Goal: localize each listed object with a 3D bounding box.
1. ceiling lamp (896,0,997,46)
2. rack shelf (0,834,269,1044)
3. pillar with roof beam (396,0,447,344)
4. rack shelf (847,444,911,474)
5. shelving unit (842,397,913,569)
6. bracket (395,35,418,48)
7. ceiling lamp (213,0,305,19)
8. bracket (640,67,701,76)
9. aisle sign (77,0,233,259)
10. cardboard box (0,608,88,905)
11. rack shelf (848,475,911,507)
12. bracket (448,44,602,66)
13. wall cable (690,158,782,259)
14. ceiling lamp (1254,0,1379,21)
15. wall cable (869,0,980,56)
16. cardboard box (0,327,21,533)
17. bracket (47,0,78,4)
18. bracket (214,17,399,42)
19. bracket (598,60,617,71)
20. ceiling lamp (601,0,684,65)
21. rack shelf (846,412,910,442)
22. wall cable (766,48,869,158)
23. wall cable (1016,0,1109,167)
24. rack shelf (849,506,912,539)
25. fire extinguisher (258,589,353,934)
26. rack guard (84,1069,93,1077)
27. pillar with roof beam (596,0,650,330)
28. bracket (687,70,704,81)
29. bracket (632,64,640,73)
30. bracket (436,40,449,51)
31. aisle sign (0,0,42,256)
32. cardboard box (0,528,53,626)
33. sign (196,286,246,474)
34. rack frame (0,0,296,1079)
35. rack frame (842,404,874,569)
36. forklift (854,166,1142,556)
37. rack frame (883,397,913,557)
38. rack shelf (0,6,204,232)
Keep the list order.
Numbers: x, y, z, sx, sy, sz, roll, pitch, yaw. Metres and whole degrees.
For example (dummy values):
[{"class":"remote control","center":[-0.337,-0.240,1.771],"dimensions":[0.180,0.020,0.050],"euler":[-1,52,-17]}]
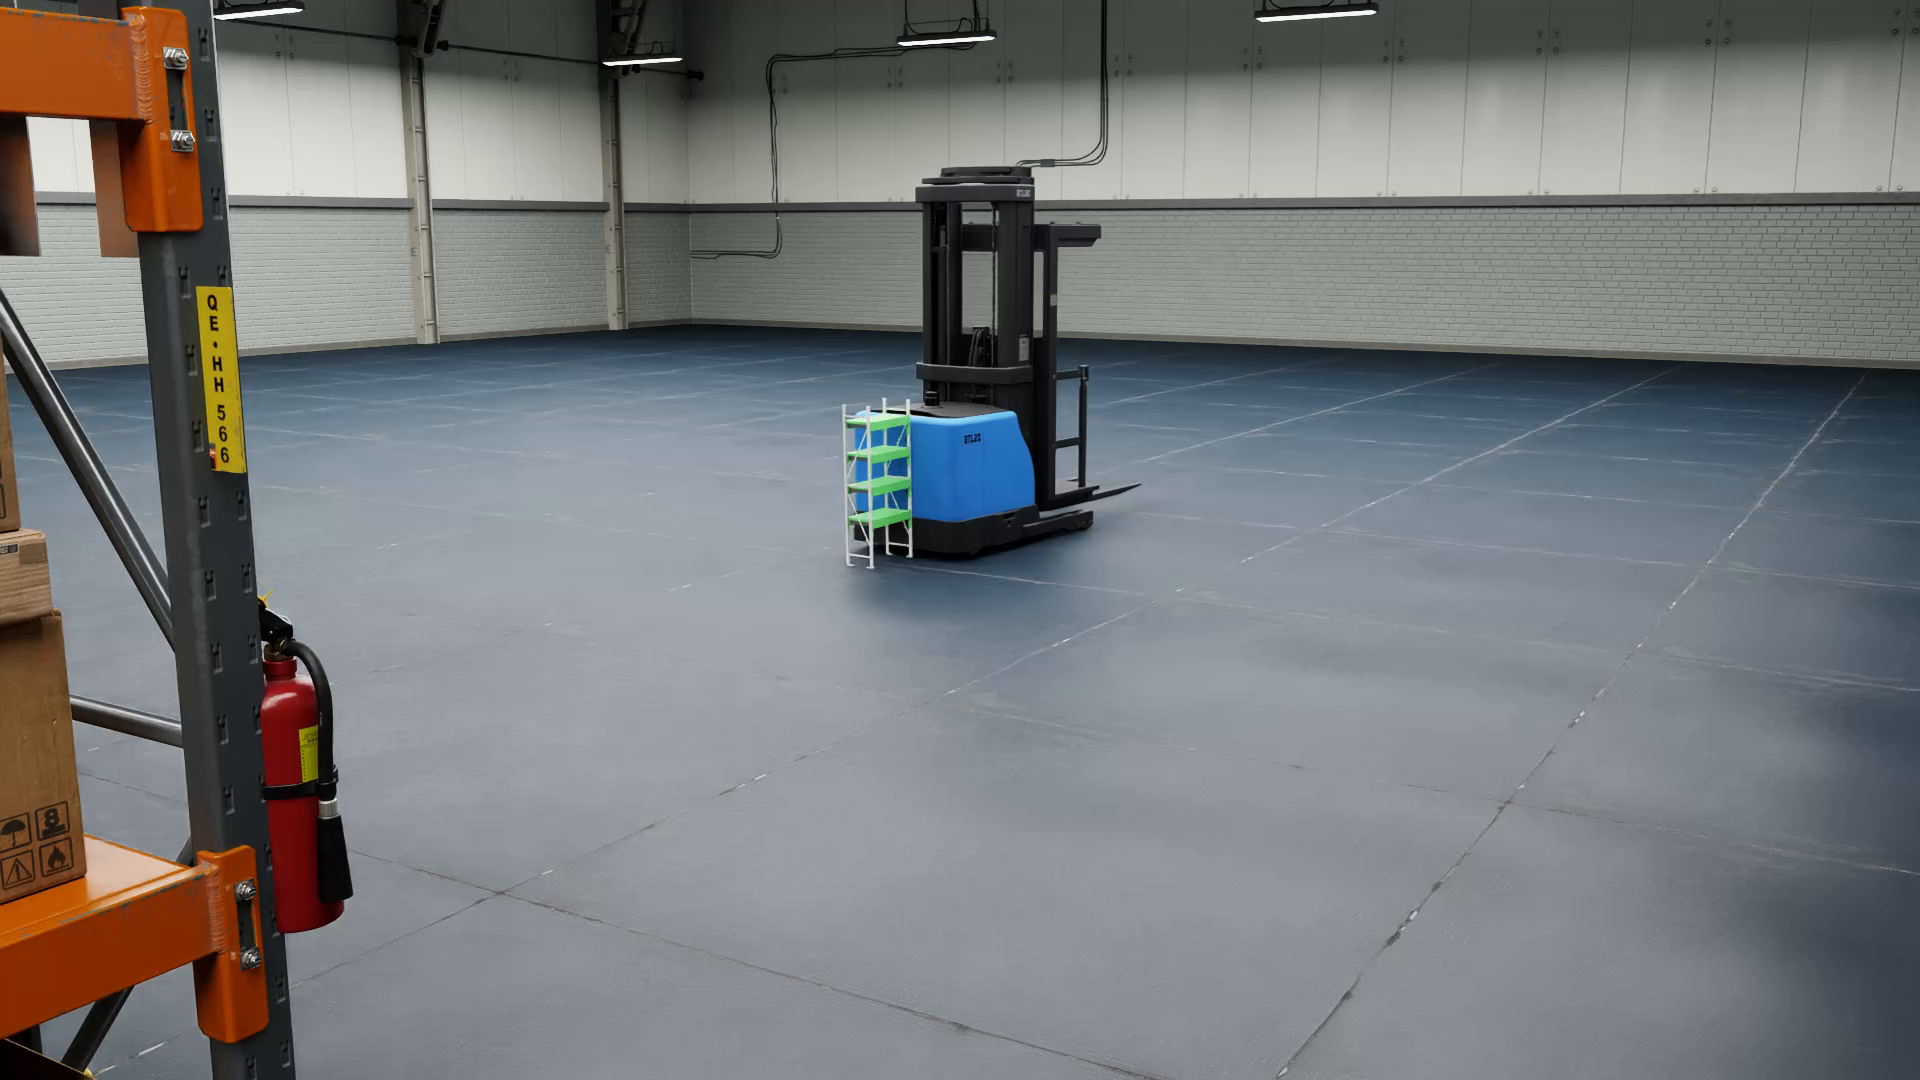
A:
[{"class":"ceiling lamp","center":[-0.128,-10.763,30.542],"dimensions":[2.000,3.185,0.800],"euler":[6,12,31]},{"class":"rack shelf","center":[-2.800,1.018,1.736],"dimensions":[1.077,0.370,4.000],"euler":[6,12,31]},{"class":"pillar with roof beam","center":[-7.932,-8.306,33.283],"dimensions":[9.100,9.000,0.548],"euler":[6,12,31]},{"class":"rack shelf","center":[-0.611,-0.603,12.343],"dimensions":[0.258,0.148,0.480],"euler":[7,14,34]},{"class":"shelving unit","center":[-0.609,-0.431,12.379],"dimensions":[0.258,1.200,0.503],"euler":[7,14,34]},{"class":"bracket","center":[-11.524,-10.388,34.619],"dimensions":[0.235,0.232,0.430],"euler":[6,12,31]},{"class":"ceiling lamp","center":[-11.173,-10.036,26.660],"dimensions":[2.000,3.185,0.800],"euler":[6,12,31]},{"class":"bracket","center":[-7.054,-11.742,41.851],"dimensions":[0.076,0.066,3.189],"euler":[6,12,31]},{"class":"aisle sign","center":[-1.476,-0.910,3.016],"dimensions":[0.394,0.787,0.004],"euler":[6,12,31]},{"class":"cardboard box","center":[-2.015,0.373,2.955],"dimensions":[0.700,0.500,0.500],"euler":[6,12,31]},{"class":"rack shelf","center":[-0.608,-0.368,12.392],"dimensions":[0.258,0.148,0.480],"euler":[7,14,34]},{"class":"bracket","center":[-9.746,-10.926,37.495],"dimensions":[0.076,0.066,4.783],"euler":[6,12,31]},{"class":"wall cable","center":[-5.837,-8.472,42.606],"dimensions":[3.097,2.526,0.112],"euler":[6,12,31]},{"class":"ceiling lamp","center":[5.906,-10.088,26.939],"dimensions":[2.000,3.185,0.800],"euler":[6,12,31]},{"class":"wall cable","center":[-0.880,-12.636,38.763],"dimensions":[3.097,2.526,0.112],"euler":[6,12,31]},{"class":"cardboard box","center":[-2.042,-0.257,2.791],"dimensions":[0.700,0.500,0.500],"euler":[6,12,31]},{"class":"bracket","center":[-15.977,-9.039,27.414],"dimensions":[0.076,0.066,4.783],"euler":[6,12,31]},{"class":"bracket","center":[-12.861,-9.983,32.454],"dimensions":[0.076,0.066,4.783],"euler":[6,12,31]},{"class":"bracket","center":[-8.409,-11.331,39.659],"dimensions":[0.235,0.232,0.430],"euler":[6,12,31]},{"class":"ceiling lamp","center":[-6.444,-11.469,34.313],"dimensions":[2.000,3.185,0.800],"euler":[6,12,31]},{"class":"rack shelf","center":[-0.614,-0.838,12.295],"dimensions":[0.258,0.148,0.480],"euler":[7,14,34]},{"class":"wall cable","center":[-3.525,-10.696,40.761],"dimensions":[3.097,2.526,0.112],"euler":[6,12,31]},{"class":"wall cable","center":[2.268,-10.760,37.149],"dimensions":[2.305,6.003,0.169],"euler":[6,12,31]},{"class":"rack shelf","center":[-0.605,-0.133,12.440],"dimensions":[0.258,0.148,0.480],"euler":[7,14,34]},{"class":"fire extinguisher","center":[-1.303,0.413,3.219],"dimensions":[0.296,0.674,0.183],"euler":[6,12,31]},{"class":"rack guard","center":[-1.749,1.575,3.600],"dimensions":[1.175,0.500,0.348],"euler":[6,12,31]},{"class":"pillar with roof beam","center":[-4.817,-9.250,38.323],"dimensions":[9.100,9.000,0.548],"euler":[6,12,31]},{"class":"bracket","center":[-6.747,-11.835,42.347],"dimensions":[0.235,0.232,0.430],"euler":[6,12,31]},{"class":"bracket","center":[-7.978,-11.462,40.356],"dimensions":[0.235,0.232,0.430],"euler":[6,12,31]},{"class":"bracket","center":[-11.093,-10.518,35.316],"dimensions":[0.235,0.232,0.430],"euler":[6,12,31]},{"class":"aisle sign","center":[-1.989,-0.968,3.322],"dimensions":[0.394,0.787,0.004],"euler":[6,12,31]},{"class":"cardboard box","center":[-1.797,0.060,2.862],"dimensions":[0.380,0.149,0.250],"euler":[6,12,30]},{"class":"sign","center":[-1.305,-0.282,2.933],"dimensions":[0.100,0.325,0.005],"euler":[6,12,31]},{"class":"rack frame","center":[-1.759,0.350,3.348],"dimensions":[0.949,2.616,0.053],"euler":[6,12,31]},{"class":"rack frame","center":[-0.747,-0.389,12.182],"dimensions":[0.240,1.200,0.015],"euler":[7,14,34]},{"class":"forklift","center":[0.455,-1.541,13.636],"dimensions":[1.130,2.935,3.031],"euler":[8,13,36]},{"class":"rack frame","center":[-0.471,-0.473,12.576],"dimensions":[0.240,1.200,0.015],"euler":[7,14,34]},{"class":"rack shelf","center":[-2.800,-0.457,1.460],"dimensions":[1.077,0.370,4.000],"euler":[6,12,31]}]
